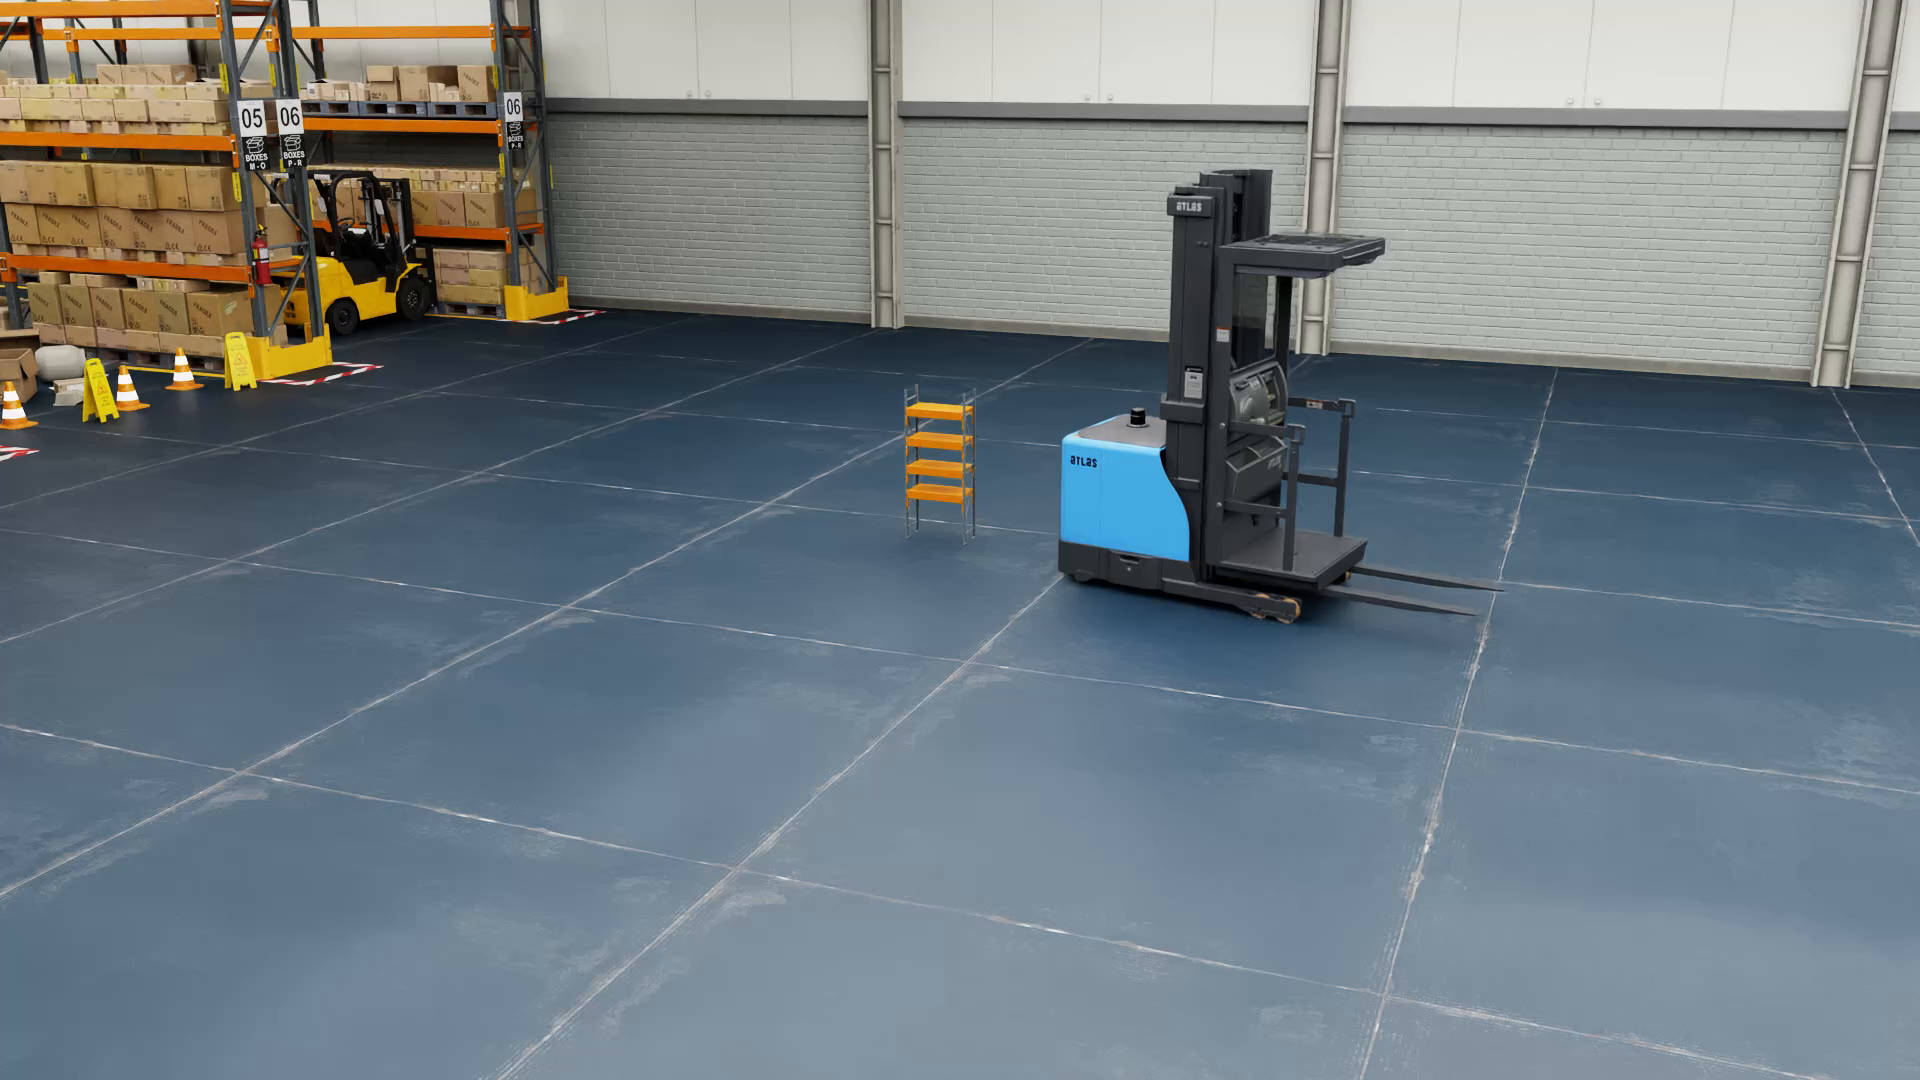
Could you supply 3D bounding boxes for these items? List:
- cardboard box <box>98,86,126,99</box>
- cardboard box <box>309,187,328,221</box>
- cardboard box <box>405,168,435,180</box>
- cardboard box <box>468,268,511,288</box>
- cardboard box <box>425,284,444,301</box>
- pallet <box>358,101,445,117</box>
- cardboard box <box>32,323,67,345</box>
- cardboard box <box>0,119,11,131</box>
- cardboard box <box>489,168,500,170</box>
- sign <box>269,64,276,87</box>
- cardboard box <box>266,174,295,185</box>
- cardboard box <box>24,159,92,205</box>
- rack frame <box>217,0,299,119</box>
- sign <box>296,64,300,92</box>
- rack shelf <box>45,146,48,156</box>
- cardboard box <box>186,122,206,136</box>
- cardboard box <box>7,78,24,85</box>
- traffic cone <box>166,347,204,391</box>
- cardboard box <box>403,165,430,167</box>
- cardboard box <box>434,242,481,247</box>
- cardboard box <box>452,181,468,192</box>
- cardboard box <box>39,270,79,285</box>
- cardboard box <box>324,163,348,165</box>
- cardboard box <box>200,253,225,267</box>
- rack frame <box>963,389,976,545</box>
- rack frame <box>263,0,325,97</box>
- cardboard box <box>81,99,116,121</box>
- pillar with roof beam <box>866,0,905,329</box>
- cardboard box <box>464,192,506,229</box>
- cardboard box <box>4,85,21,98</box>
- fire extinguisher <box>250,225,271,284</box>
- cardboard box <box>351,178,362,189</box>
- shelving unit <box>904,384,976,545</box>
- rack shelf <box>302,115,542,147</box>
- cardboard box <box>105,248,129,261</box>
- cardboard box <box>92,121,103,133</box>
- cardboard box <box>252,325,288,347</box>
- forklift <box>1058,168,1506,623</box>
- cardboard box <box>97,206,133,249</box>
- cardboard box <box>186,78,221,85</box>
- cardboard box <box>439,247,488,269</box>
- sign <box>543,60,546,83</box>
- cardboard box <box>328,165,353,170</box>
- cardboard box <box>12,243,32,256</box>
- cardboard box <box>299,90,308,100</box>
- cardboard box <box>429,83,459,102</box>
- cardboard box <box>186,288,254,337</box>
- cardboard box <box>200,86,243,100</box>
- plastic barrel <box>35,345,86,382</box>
[{"bbox_3d":[-9.964,-5.307,19.713,0.250,0.149,0.380,7,18,22],"label":"cardboard box"},{"bbox_3d":[-9.689,-5.130,25.283,0.500,0.500,0.500,6,17,19],"label":"cardboard box"},{"bbox_3d":[-7.919,-5.374,24.430,0.250,0.149,0.380,7,17,22],"label":"cardboard box"},{"bbox_3d":[-6.852,-3.875,24.425,0.500,0.250,0.500,6,17,20],"label":"cardboard box"},{"bbox_3d":[-7.759,-3.740,24.853,0.500,0.250,0.500,6,17,21],"label":"cardboard box"},{"bbox_3d":[-8.072,-6.387,24.572,1.213,0.211,1.003,6,17,21],"label":"pallet"},{"bbox_3d":[-11.374,-2.658,21.127,0.500,0.250,0.500,5,17,18],"label":"cardboard box"},{"bbox_3d":[-11.621,-5.130,20.535,0.250,0.149,0.380,6,17,20],"label":"cardboard box"},{"bbox_3d":[-6.743,-5.421,24.590,0.250,0.149,0.380,7,18,23],"label":"cardboard box"},{"bbox_3d":[-10.196,-6.893,24.664,0.005,0.325,0.100,6,17,21],"label":"sign"},{"bbox_3d":[-10.405,-5.531,25.504,0.250,0.149,0.380,7,18,23],"label":"cardboard box"},{"bbox_3d":[-11.027,-4.419,20.508,0.500,0.500,0.700,6,17,21],"label":"cardboard box"},{"bbox_3d":[-8.102,-6.379,19.005,0.127,3.000,1.000,6,17,21],"label":"rack frame"},{"bbox_3d":[-7.903,-5.499,19.786,0.005,0.325,0.100,6,17,21],"label":"sign"},{"bbox_3d":[-13.684,-5.206,21.638,4.000,0.370,1.077,6,17,21],"label":"rack shelf"},{"bbox_3d":[-8.780,-4.798,19.393,0.250,0.149,0.380,6,17,21],"label":"cardboard box"},{"bbox_3d":[-15.126,-7.373,26.829,0.250,0.149,0.380,6,17,19],"label":"cardboard box"},{"bbox_3d":[-8.976,-1.989,19.194,0.334,0.463,0.336,6,17,21],"label":"traffic cone"},{"bbox_3d":[-8.194,-5.569,25.101,0.250,0.149,0.380,7,18,22],"label":"cardboard box"},{"bbox_3d":[-7.590,-4.349,25.160,0.500,0.250,0.500,6,17,20],"label":"cardboard box"},{"bbox_3d":[-7.177,-5.169,24.254,0.250,0.149,0.380,7,17,22],"label":"cardboard box"},{"bbox_3d":[-11.279,-3.301,20.834,0.250,0.149,0.380,7,17,21],"label":"cardboard box"},{"bbox_3d":[-9.598,-5.743,25.698,0.250,0.149,0.380,6,17,21],"label":"cardboard box"},{"bbox_3d":[-8.805,-3.357,19.807,0.250,0.149,0.380,6,17,20],"label":"cardboard box"},{"bbox_3d":[0.073,-0.568,12.979,0.015,1.200,0.240,6,17,21],"label":"rack frame"},{"bbox_3d":[-10.006,-8.076,24.850,0.127,3.000,1.000,6,17,21],"label":"rack frame"},{"bbox_3d":[-10.100,-5.146,19.875,0.500,0.250,0.500,6,17,21],"label":"cardboard box"},{"bbox_3d":[-2.600,-6.241,18.531,0.400,9.000,9.100,6,17,21],"label":"pillar with roof beam"},{"bbox_3d":[-6.839,-4.816,24.202,0.500,0.500,0.500,6,17,19],"label":"cardboard box"},{"bbox_3d":[-11.398,-5.474,20.288,0.250,0.149,0.380,7,18,22],"label":"cardboard box"},{"bbox_3d":[-8.165,-3.329,19.400,0.183,0.674,0.296,6,17,21],"label":"fire extinguisher"},{"bbox_3d":[-8.866,-5.336,24.831,0.250,0.149,0.380,6,17,20],"label":"cardboard box"},{"bbox_3d":[-0.154,-0.593,13.065,0.503,1.200,0.258,6,17,21],"label":"shelving unit"},{"bbox_3d":[-8.145,-6.085,24.664,4.000,0.370,1.077,6,17,21],"label":"rack shelf"},{"bbox_3d":[-10.217,-3.519,20.366,0.250,0.149,0.380,6,17,20],"label":"cardboard box"},{"bbox_3d":[-10.187,-4.973,19.994,0.250,0.149,0.380,6,17,21],"label":"cardboard box"},{"bbox_3d":[-8.751,-2.533,20.698,0.500,0.250,0.500,6,17,20],"label":"cardboard box"},{"bbox_3d":[2.238,-1.013,11.407,3.031,2.935,1.130,10,19,31],"label":"forklift"},{"bbox_3d":[-10.101,-3.834,20.287,0.500,0.500,0.500,6,17,21],"label":"cardboard box"},{"bbox_3d":[-11.482,-6.931,25.516,0.500,0.311,0.500,6,17,19],"label":"cardboard box"},{"bbox_3d":[-7.305,-4.164,24.521,0.500,0.250,0.500,7,17,22],"label":"cardboard box"},{"bbox_3d":[-6.075,-6.827,24.220,0.005,0.325,0.100,6,17,21],"label":"sign"},{"bbox_3d":[-9.301,-5.560,25.070,0.250,0.149,0.380,6,17,20],"label":"cardboard box"},{"bbox_3d":[-11.648,-3.671,20.888,0.250,0.149,0.380,6,17,20],"label":"cardboard box"},{"bbox_3d":[-9.700,-6.639,24.802,0.250,0.149,0.380,7,17,22],"label":"cardboard box"},{"bbox_3d":[-7.403,-6.443,23.915,0.258,0.266,0.396,6,17,21],"label":"cardboard box"},{"bbox_3d":[-8.943,-2.753,20.111,0.500,0.500,0.500,6,17,21],"label":"cardboard box"},{"bbox_3d":[-8.525,-5.159,19.203,0.250,0.149,0.380,6,17,21],"label":"cardboard box"},{"bbox_3d":[-10.579,-2.079,19.576,0.512,0.421,0.421,-9,18,-27],"label":"plastic barrel"}]
